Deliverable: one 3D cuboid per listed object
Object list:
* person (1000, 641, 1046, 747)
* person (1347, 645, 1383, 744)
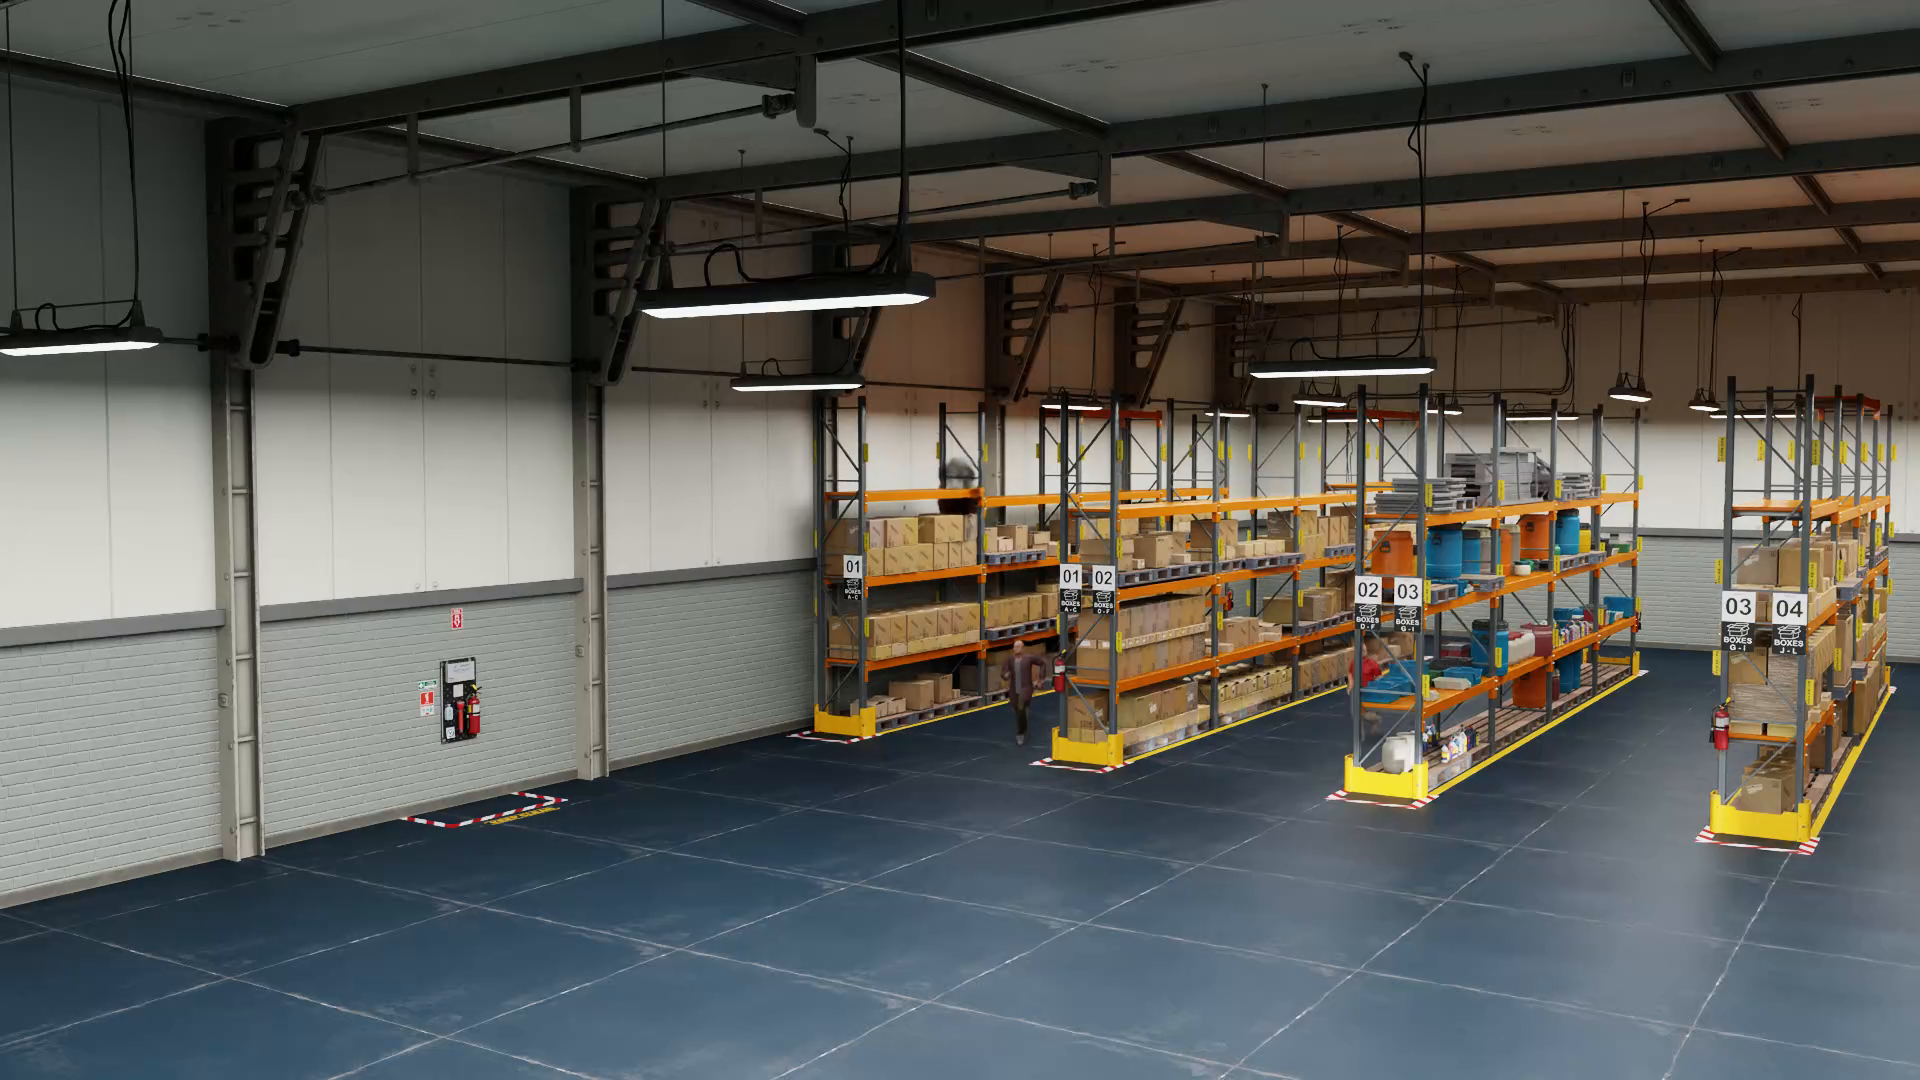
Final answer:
[{"bbox_3d":[1.073,2.618,28.533,0.733,1.798,0.958,2,3,27],"label":"person"},{"bbox_3d":[7.025,2.658,28.834,0.646,1.692,0.771,2,4,35],"label":"person"}]
